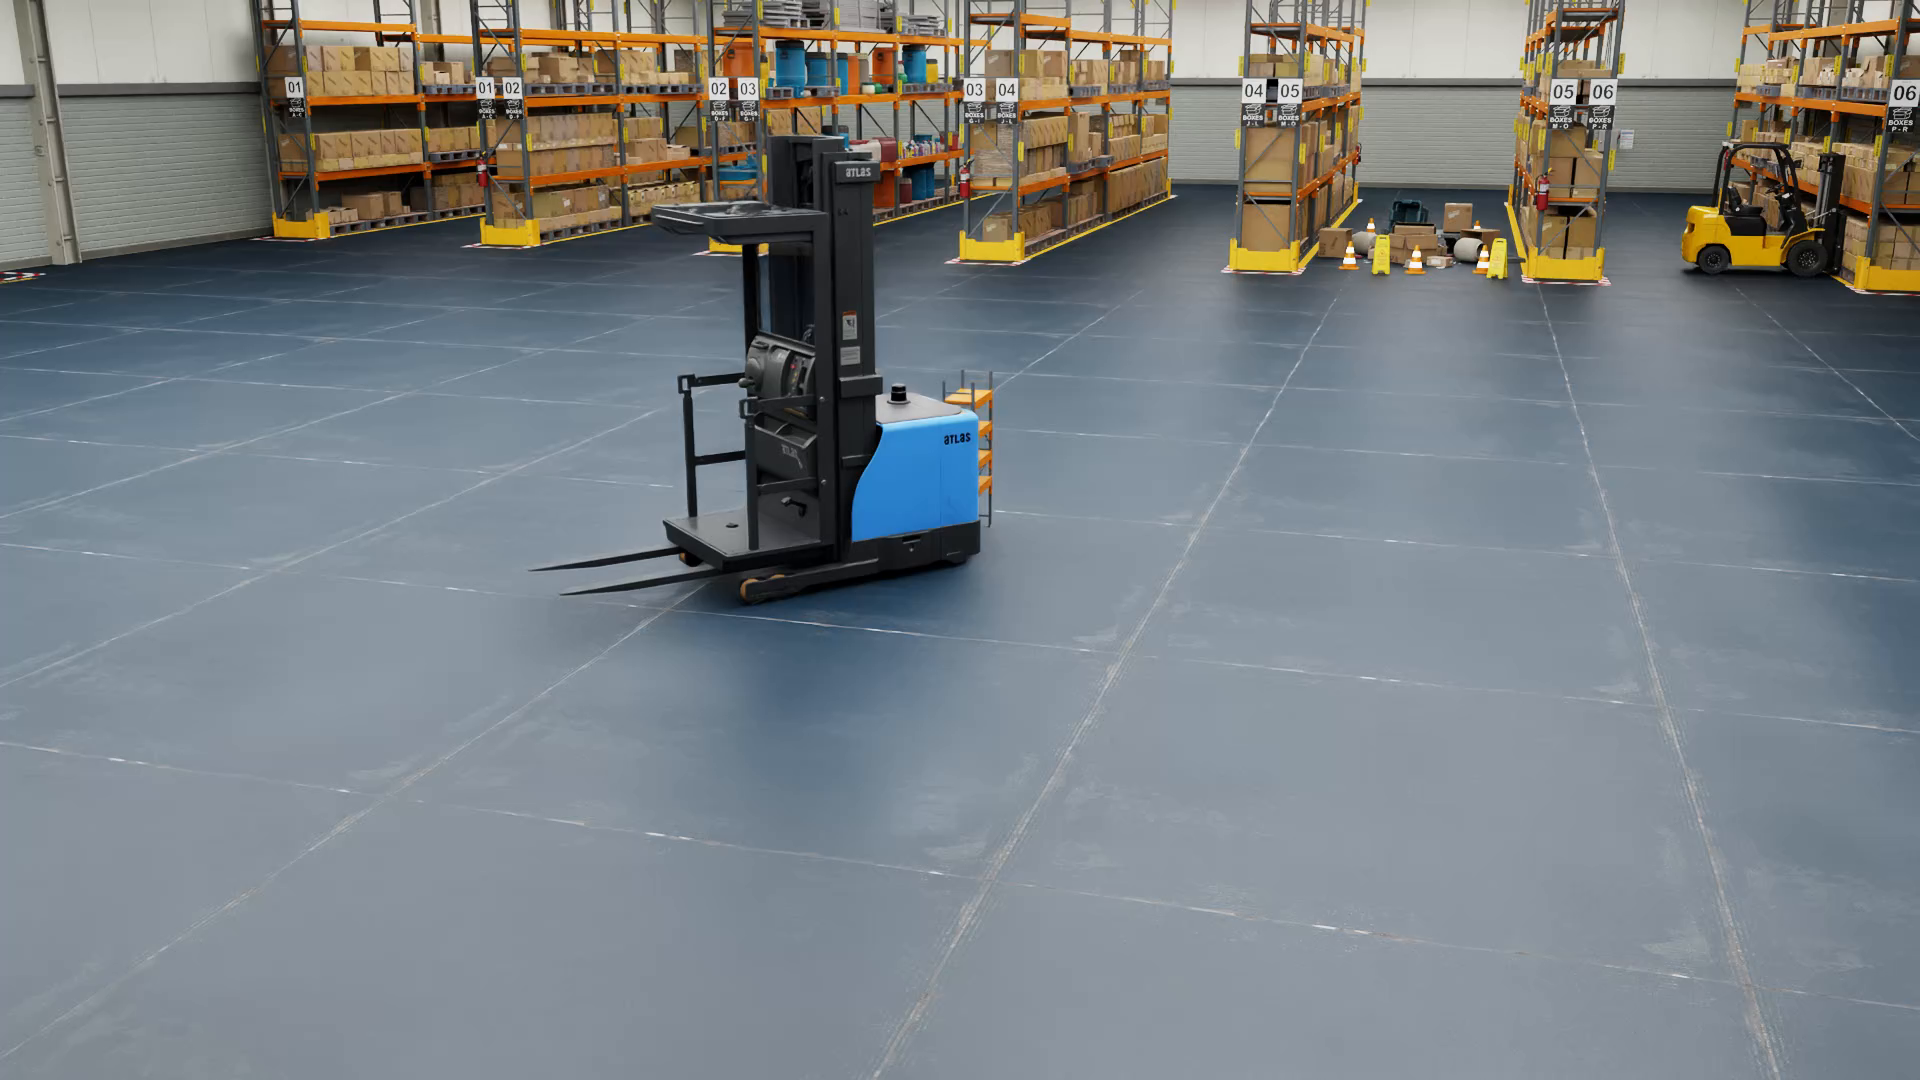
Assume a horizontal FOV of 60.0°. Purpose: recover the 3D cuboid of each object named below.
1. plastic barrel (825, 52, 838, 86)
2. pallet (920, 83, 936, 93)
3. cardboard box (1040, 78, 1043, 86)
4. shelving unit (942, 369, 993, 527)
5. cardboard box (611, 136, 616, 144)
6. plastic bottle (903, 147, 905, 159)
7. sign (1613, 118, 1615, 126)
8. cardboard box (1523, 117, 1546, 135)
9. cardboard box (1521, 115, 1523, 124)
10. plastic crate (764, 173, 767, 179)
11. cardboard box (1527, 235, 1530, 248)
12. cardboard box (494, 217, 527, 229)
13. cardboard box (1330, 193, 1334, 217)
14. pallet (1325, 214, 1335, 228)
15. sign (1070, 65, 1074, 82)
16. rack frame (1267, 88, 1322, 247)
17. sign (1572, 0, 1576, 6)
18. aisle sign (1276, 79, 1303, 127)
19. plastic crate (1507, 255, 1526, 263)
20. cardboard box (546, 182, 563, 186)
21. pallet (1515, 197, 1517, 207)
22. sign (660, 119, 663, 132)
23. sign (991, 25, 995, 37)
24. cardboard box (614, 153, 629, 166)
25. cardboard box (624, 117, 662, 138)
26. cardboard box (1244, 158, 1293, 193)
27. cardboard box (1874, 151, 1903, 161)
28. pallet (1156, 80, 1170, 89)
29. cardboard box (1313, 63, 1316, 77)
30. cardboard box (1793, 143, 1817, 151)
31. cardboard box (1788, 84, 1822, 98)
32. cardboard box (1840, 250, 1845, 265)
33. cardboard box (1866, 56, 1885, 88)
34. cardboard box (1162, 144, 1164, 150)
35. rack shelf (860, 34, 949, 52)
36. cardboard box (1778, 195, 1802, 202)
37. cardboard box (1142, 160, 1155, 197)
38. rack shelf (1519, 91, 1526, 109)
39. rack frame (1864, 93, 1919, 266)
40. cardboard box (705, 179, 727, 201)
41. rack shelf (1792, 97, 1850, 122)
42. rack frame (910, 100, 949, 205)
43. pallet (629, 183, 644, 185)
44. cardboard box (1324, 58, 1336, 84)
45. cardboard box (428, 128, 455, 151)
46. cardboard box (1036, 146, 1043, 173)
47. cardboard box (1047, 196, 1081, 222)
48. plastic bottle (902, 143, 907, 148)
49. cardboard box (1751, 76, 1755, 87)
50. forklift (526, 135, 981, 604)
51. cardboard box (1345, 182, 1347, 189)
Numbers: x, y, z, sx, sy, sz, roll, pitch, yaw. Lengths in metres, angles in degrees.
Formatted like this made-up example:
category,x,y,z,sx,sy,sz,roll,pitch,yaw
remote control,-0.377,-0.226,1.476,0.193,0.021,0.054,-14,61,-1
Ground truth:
category,x,y,z,sx,sy,sz,roll,pitch,yaw
plastic barrel,-2.926,-10.009,35.705,0.600,0.901,0.600,0,16,0
pallet,-1.223,-10.939,40.250,1.003,0.211,1.213,5,16,16
cardboard box,1.355,-8.666,31.433,0.380,0.149,0.250,4,16,14
shelving unit,0.057,-0.623,12.325,0.258,1.200,0.503,4,16,15
cardboard box,-7.668,-8.661,35.997,0.380,0.149,0.250,5,16,16
plastic bottle,-1.341,-9.165,39.358,0.061,0.283,0.133,5,16,16
sign,18.171,-11.723,46.648,0.339,0.242,0.001,5,16,16
cardboard box,12.957,-9.245,37.412,0.500,0.500,0.500,5,16,16
cardboard box,13.497,-9.750,39.193,0.500,0.500,0.500,4,16,15
plastic crate,-3.622,-7.040,32.135,0.298,0.136,0.250,5,16,16
cardboard box,10.635,-5.457,30.339,0.500,0.250,0.500,6,17,19
cardboard box,-9.064,-6.385,33.612,0.500,0.250,0.500,5,16,16
cardboard box,8.010,-7.420,36.804,0.500,0.500,0.500,4,16,14
pallet,7.788,-7.118,37.038,1.003,0.211,1.213,5,16,16
sign,2.223,-9.272,33.076,0.100,0.325,0.005,5,16,16
rack frame,6.427,-7.209,32.248,1.000,3.000,0.127,5,16,16
sign,15.129,-13.319,40.938,0.100,0.325,0.005,5,16,16
aisle sign,5.558,-7.371,28.056,0.394,0.787,0.004,5,16,16
plastic crate,9.970,-5.100,30.162,0.402,0.080,0.583,-1,16,-3
cardboard box,-10.820,-9.397,43.134,0.750,0.750,0.750,5,16,16
pallet,14.460,-8.434,41.678,1.003,0.211,1.213,5,16,16
sign,-7.182,-9.994,40.091,0.100,0.325,0.005,5,16,16
sign,0.894,-13.836,45.210,0.100,0.325,0.005,5,16,16
cardboard box,-7.698,-8.449,36.895,0.500,0.250,0.500,6,17,19
cardboard box,-9.272,-11.922,48.314,0.980,0.700,0.700,5,17,18
cardboard box,5.353,-6.335,28.892,0.875,0.550,0.550,5,16,16
cardboard box,14.766,-6.101,26.426,0.380,0.149,0.250,5,16,16
pallet,4.910,-11.965,43.681,1.003,0.211,1.213,5,16,16
cardboard box,6.103,-8.429,29.829,0.500,0.250,0.500,5,16,16
cardboard box,16.651,-7.744,32.761,0.380,0.149,0.250,5,17,17
cardboard box,17.012,-9.038,33.474,0.500,0.250,0.500,4,16,14
cardboard box,14.957,-4.707,27.697,0.500,0.250,0.500,5,17,16
cardboard box,15.105,-7.557,26.843,0.700,0.500,0.500,5,17,16
cardboard box,5.180,-10.386,43.909,0.380,0.149,0.250,5,16,16
rack shelf,-1.343,-11.921,39.919,1.077,0.370,4.000,5,16,16
cardboard box,16.996,-6.974,34.043,0.380,0.149,0.250,4,16,13
cardboard box,4.494,-9.295,42.726,0.875,0.875,0.875,5,16,16
rack shelf,14.044,-10.565,39.900,1.077,0.370,4.000,5,16,16
rack frame,14.825,-5.421,25.944,1.000,3.000,0.127,5,16,16
cardboard box,-6.113,-8.679,41.205,0.500,0.500,0.500,4,16,14
rack shelf,16.531,-8.088,31.167,1.077,0.370,4.000,5,16,16
rack frame,-0.775,-10.097,42.430,1.000,3.000,0.127,5,16,16
pallet,-9.637,-10.037,47.328,1.003,0.211,1.213,5,16,16
cardboard box,7.339,-9.520,33.763,0.500,0.500,0.500,5,16,16
cardboard box,-12.204,-9.308,38.660,0.700,0.500,0.500,6,17,22
cardboard box,1.110,-7.304,31.854,0.875,0.500,0.500,5,16,16
cardboard box,2.208,-7.058,35.489,0.700,0.500,0.500,3,16,11
plastic bottle,-1.389,-9.692,41.229,0.152,0.276,0.135,5,16,16
cardboard box,18.427,-10.490,38.049,0.500,0.250,0.500,5,17,17
forklift,-1.376,-1.155,11.029,3.031,2.935,1.130,-10,19,-31
cardboard box,9.360,-8.760,41.082,0.380,0.149,0.250,5,17,17
